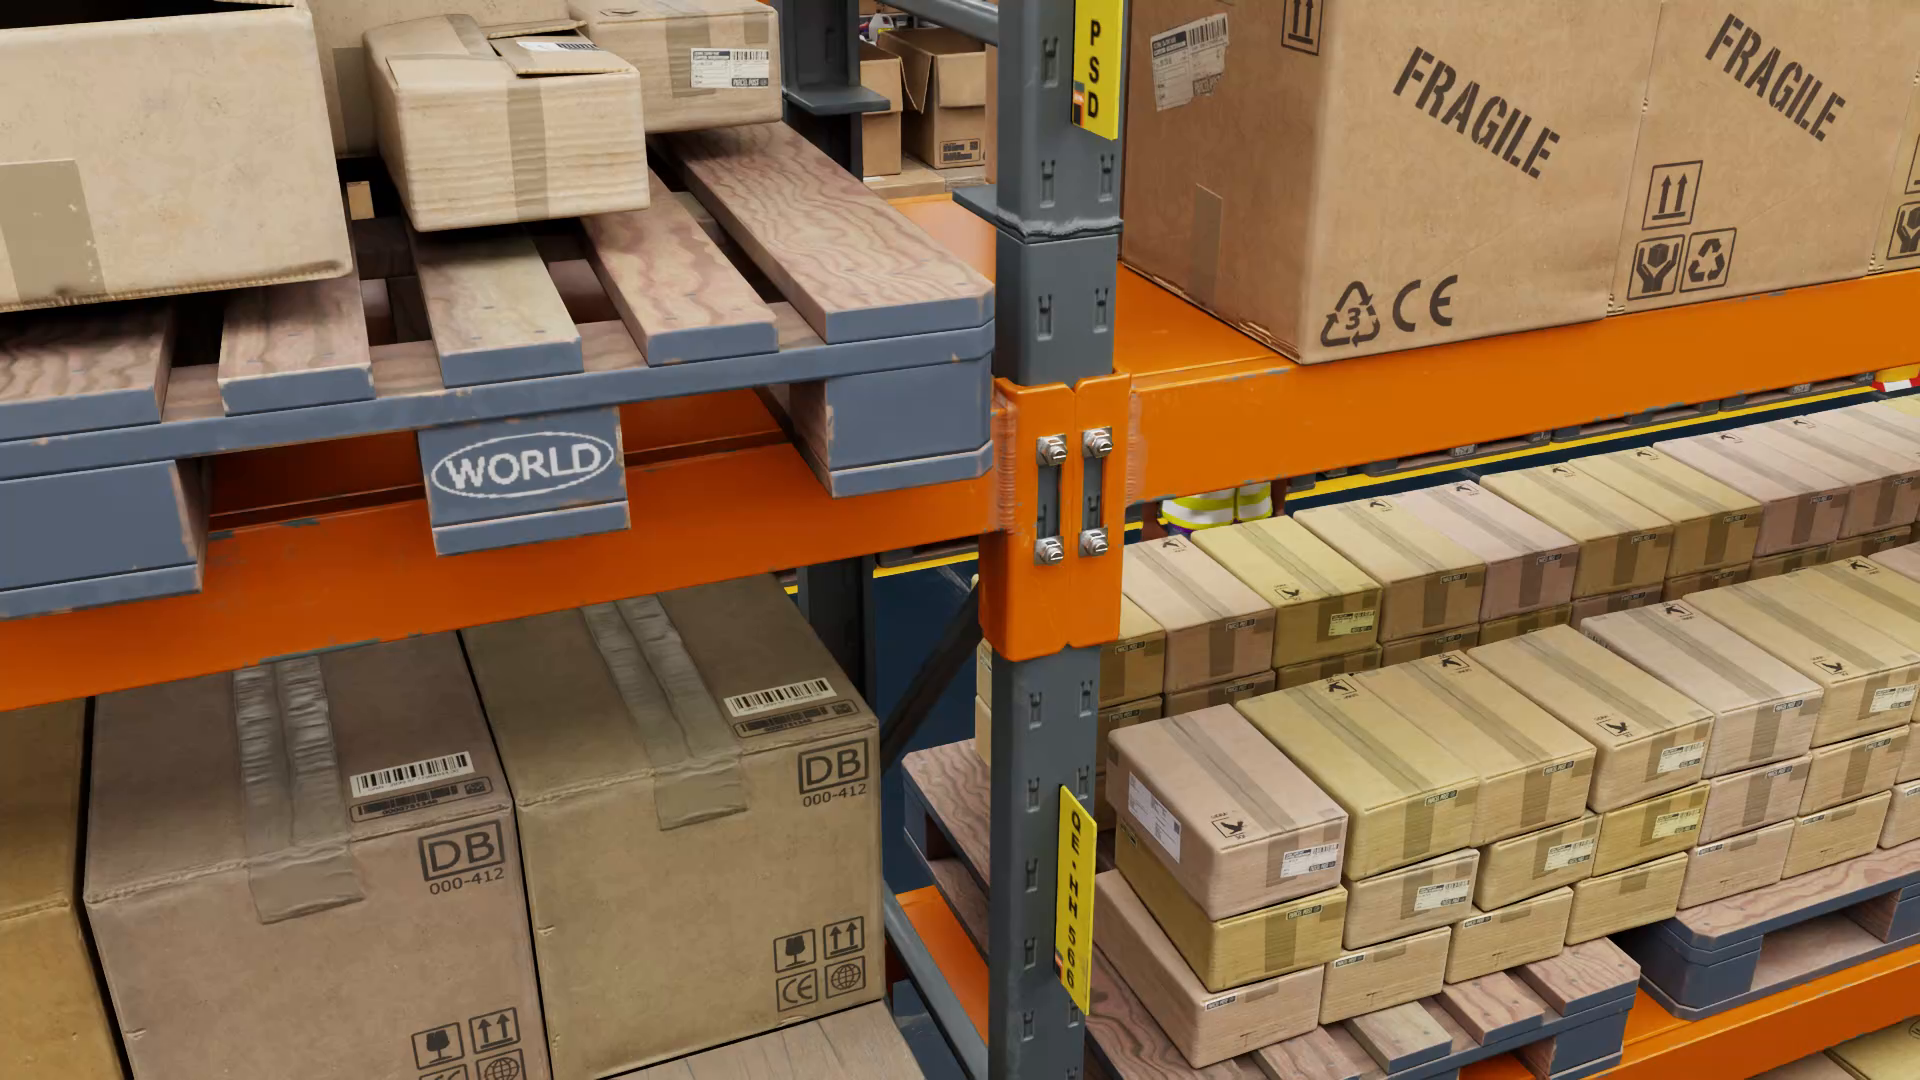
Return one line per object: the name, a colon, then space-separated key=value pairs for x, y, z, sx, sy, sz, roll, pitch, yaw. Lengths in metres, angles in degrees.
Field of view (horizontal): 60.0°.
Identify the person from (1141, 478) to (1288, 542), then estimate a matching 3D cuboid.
person: x=0.953 y=-0.083 z=6.213 sx=0.579 sy=1.769 sz=0.348 roll=-10 pitch=27 yaw=-19
